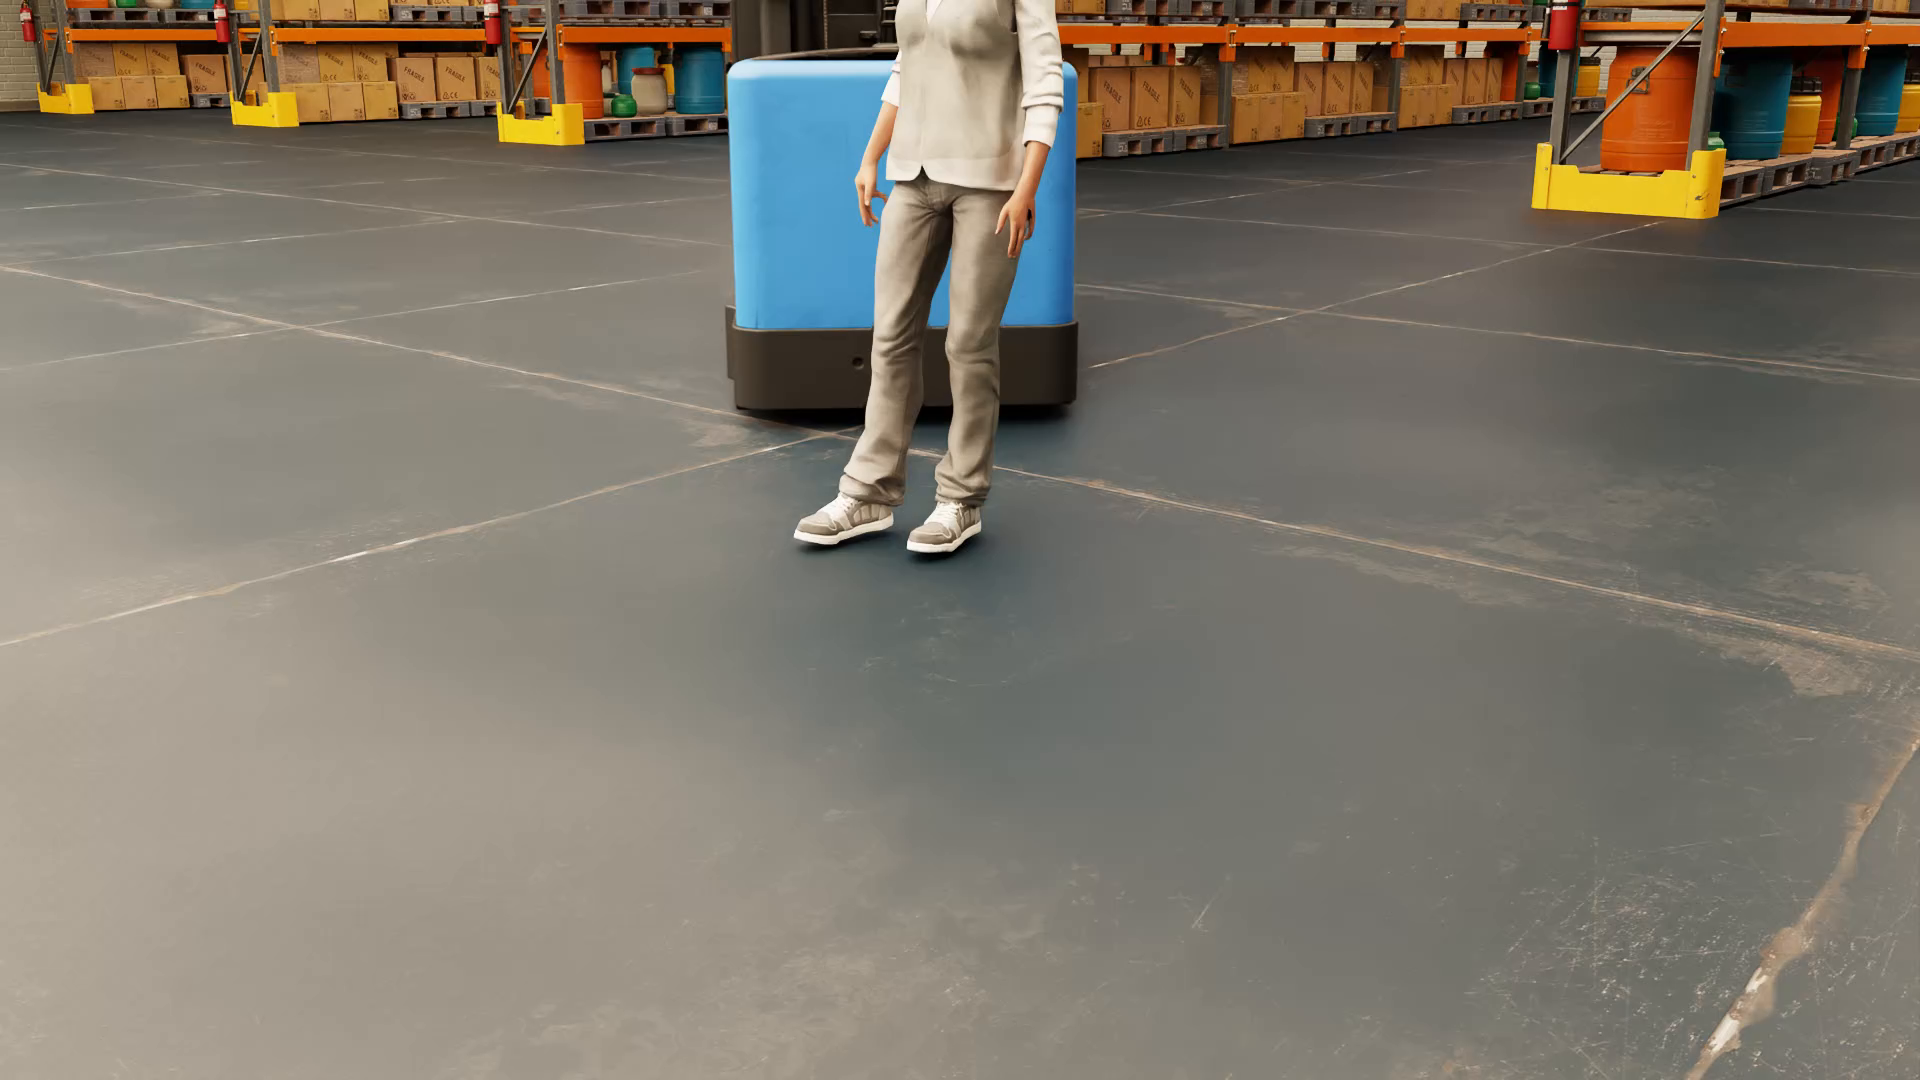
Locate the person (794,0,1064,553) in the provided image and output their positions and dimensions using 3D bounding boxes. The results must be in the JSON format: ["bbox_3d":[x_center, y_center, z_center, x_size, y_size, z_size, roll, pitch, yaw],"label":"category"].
[{"bbox_3d":[-0.057,-0.757,3.662,0.521,1.596,0.475,13,21,37],"label":"person"}]

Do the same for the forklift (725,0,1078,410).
[{"bbox_3d":[-0.288,-2.172,6.049,1.130,2.935,3.031,-1,17,-5],"label":"forklift"}]
